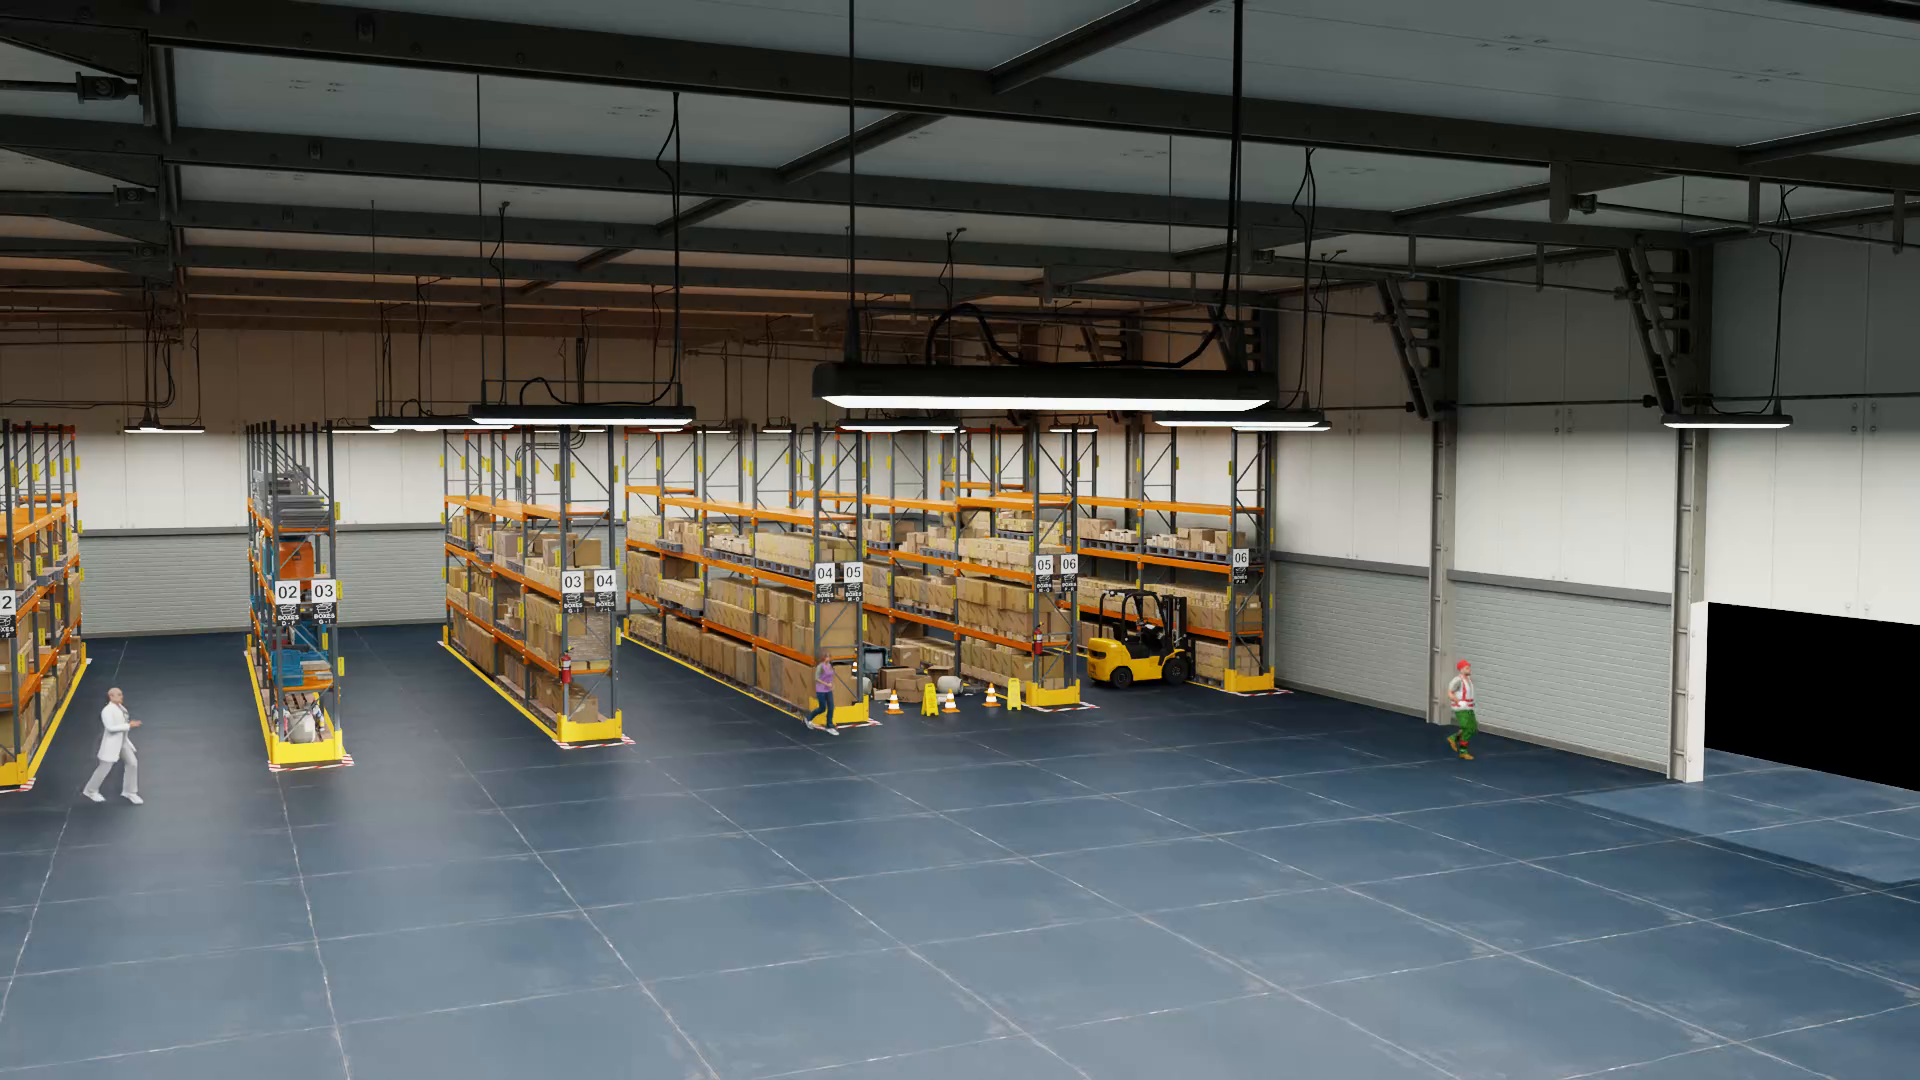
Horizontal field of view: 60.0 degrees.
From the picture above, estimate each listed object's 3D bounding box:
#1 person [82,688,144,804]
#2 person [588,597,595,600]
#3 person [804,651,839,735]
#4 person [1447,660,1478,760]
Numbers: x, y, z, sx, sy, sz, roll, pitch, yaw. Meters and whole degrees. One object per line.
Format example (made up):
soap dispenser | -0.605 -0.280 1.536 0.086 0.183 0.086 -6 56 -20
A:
person | -13.159 3.211 25.829 0.949 1.842 0.673 0 4 3
person | -10.818 1.943 47.620 0.776 1.634 0.626 1 4 9
person | -2.646 2.957 32.038 0.744 1.554 0.566 2 4 31
person | 8.879 3.001 29.532 0.666 1.751 0.596 -3 5 -42
